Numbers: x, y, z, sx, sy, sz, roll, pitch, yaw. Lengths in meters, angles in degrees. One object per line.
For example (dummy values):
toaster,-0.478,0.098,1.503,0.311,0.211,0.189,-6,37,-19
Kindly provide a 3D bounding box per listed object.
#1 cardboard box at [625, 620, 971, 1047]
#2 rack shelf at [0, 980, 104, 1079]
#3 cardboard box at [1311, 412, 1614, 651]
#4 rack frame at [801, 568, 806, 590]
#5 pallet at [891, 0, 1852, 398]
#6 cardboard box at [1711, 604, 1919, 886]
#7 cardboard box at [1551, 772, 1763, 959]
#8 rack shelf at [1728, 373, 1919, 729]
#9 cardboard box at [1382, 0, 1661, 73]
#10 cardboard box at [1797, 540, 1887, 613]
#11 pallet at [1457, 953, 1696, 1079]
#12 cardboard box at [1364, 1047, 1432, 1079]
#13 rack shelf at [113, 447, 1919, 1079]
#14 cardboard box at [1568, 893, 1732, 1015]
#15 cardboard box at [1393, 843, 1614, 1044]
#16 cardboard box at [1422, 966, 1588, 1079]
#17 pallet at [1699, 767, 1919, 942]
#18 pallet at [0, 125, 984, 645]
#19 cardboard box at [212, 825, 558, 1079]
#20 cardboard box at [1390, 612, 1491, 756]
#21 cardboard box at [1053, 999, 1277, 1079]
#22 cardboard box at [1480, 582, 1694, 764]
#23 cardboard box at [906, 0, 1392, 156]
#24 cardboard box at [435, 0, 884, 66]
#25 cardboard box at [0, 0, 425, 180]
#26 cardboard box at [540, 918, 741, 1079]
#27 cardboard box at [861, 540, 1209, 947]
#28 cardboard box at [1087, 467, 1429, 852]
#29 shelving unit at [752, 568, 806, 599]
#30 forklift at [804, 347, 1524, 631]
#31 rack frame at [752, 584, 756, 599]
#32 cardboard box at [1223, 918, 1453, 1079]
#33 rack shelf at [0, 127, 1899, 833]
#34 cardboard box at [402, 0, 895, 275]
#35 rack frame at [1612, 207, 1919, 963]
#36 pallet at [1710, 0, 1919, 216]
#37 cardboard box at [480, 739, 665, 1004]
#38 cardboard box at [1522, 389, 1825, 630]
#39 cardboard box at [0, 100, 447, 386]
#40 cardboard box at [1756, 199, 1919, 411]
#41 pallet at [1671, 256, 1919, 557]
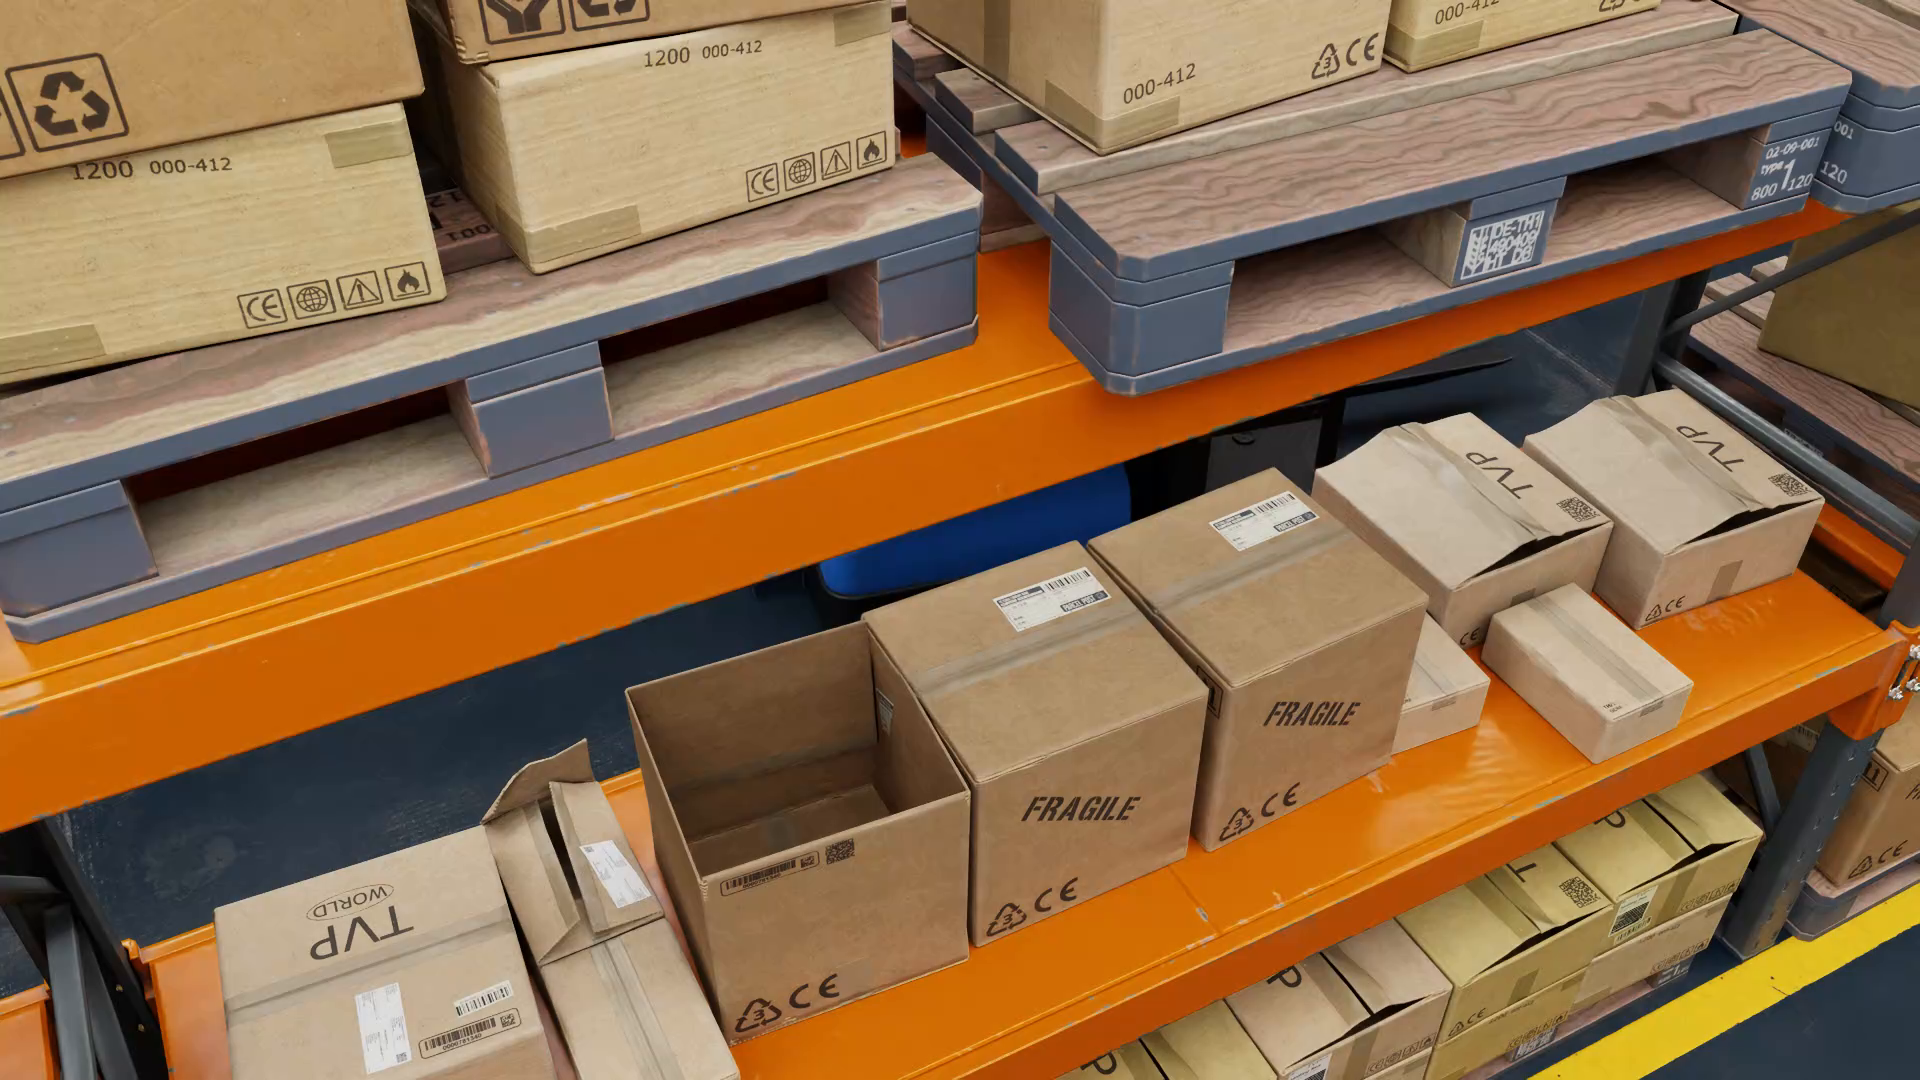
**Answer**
cardboard box,-0.307,0.551,3.199,0.500,0.500,0.500,-16,43,-18
rack shelf,-3.237,1.838,2.314,4.000,0.370,1.077,-19,44,-21
cardboard box,1.202,-0.037,4.041,0.500,0.311,0.500,-19,44,-21
rack frame,-0.596,-0.352,5.738,0.006,1.200,0.240,-10,41,-12
pallet,0.534,-0.711,2.592,1.213,0.211,1.003,-17,43,-19
cardboard box,2.621,0.587,4.829,0.500,0.500,0.500,-17,43,-19
cardboard box,1.734,0.746,4.417,0.500,0.311,0.500,-17,43,-20
rack shelf,3.859,-0.549,5.134,4.000,0.370,1.077,-19,44,-21
cardboard box,0.739,-0.976,2.551,0.500,0.250,0.500,-19,44,-21
cardboard box,2.806,0.145,5.351,0.500,0.500,0.500,-17,43,-19
pallet,1.337,1.061,4.834,1.213,0.211,1.003,-19,44,-21
cardboard box,0.828,1.263,4.239,0.500,0.250,0.500,-18,43,-20
rack shelf,0.311,0.644,3.724,4.000,0.370,1.077,-19,44,-21
cardboard box,1.731,0.959,4.599,0.500,0.250,0.500,-18,43,-20
cardboard box,1.276,0.904,4.229,0.500,0.311,0.500,-19,44,-21
cardboard box,1.275,1.115,4.415,0.500,0.250,0.500,-19,44,-21
pallet,2.764,0.636,5.335,1.213,0.211,1.003,-19,44,-21
pallet,-0.687,-0.376,2.199,1.217,0.209,0.805,-20,44,-22
cardboard box,-1.046,0.852,3.038,0.500,0.250,0.500,-16,43,-18
cardboard box,0.980,0.282,3.790,0.250,0.149,0.380,-15,43,-18
cardboard box,0.382,1.202,3.878,0.500,0.311,0.500,-17,43,-19
cardboard box,1.415,0.296,3.774,0.250,0.149,0.380,-19,44,-21
cardboard box,0.261,-0.817,2.363,0.500,0.250,0.500,-22,45,-24
cardboard box,-0.403,-0.912,1.895,0.500,0.500,0.500,-15,42,-17
cardboard box,-0.898,-0.729,1.678,0.500,0.500,0.500,-18,43,-20
cardboard box,-0.583,0.915,3.041,0.250,0.149,0.380,-19,44,-21
cardboard box,0.137,0.402,3.376,0.500,0.500,0.500,-19,44,-21
cardboard box,0.604,0.245,3.562,0.500,0.500,0.500,-21,45,-23
shelving unit,-0.684,-0.336,5.719,0.189,1.200,0.258,-10,41,-12
forklift,0.880,-1.259,5.468,3.031,2.935,1.130,-10,41,-12
rack frame,-0.772,-0.320,5.700,0.006,1.200,0.240,-10,41,-12
cardboard box,0.827,1.053,4.053,0.500,0.311,0.500,-19,44,-21
rack shelf,0.311,-0.500,2.755,4.000,0.370,1.077,-19,44,-21
cardboard box,-0.426,-0.625,2.136,0.500,0.250,0.500,-23,45,-25
rack frame,2.085,-0.227,4.197,0.127,3.000,1.000,-19,44,-21
pallet,1.524,-1.046,2.989,1.003,0.211,1.213,-17,43,-19
cardboard box,-0.768,0.650,3.264,0.258,0.266,0.396,-20,44,-22
cardboard box,1.742,-0.110,4.127,0.500,0.311,0.500,-16,43,-18
cardboard box,-0.912,-0.460,1.941,0.500,0.250,0.500,-14,42,-16
cardboard box,2.591,-0.678,4.327,0.700,0.500,0.500,31,49,31
pallet,2.654,-0.396,4.545,1.003,0.211,1.213,-19,44,-21
